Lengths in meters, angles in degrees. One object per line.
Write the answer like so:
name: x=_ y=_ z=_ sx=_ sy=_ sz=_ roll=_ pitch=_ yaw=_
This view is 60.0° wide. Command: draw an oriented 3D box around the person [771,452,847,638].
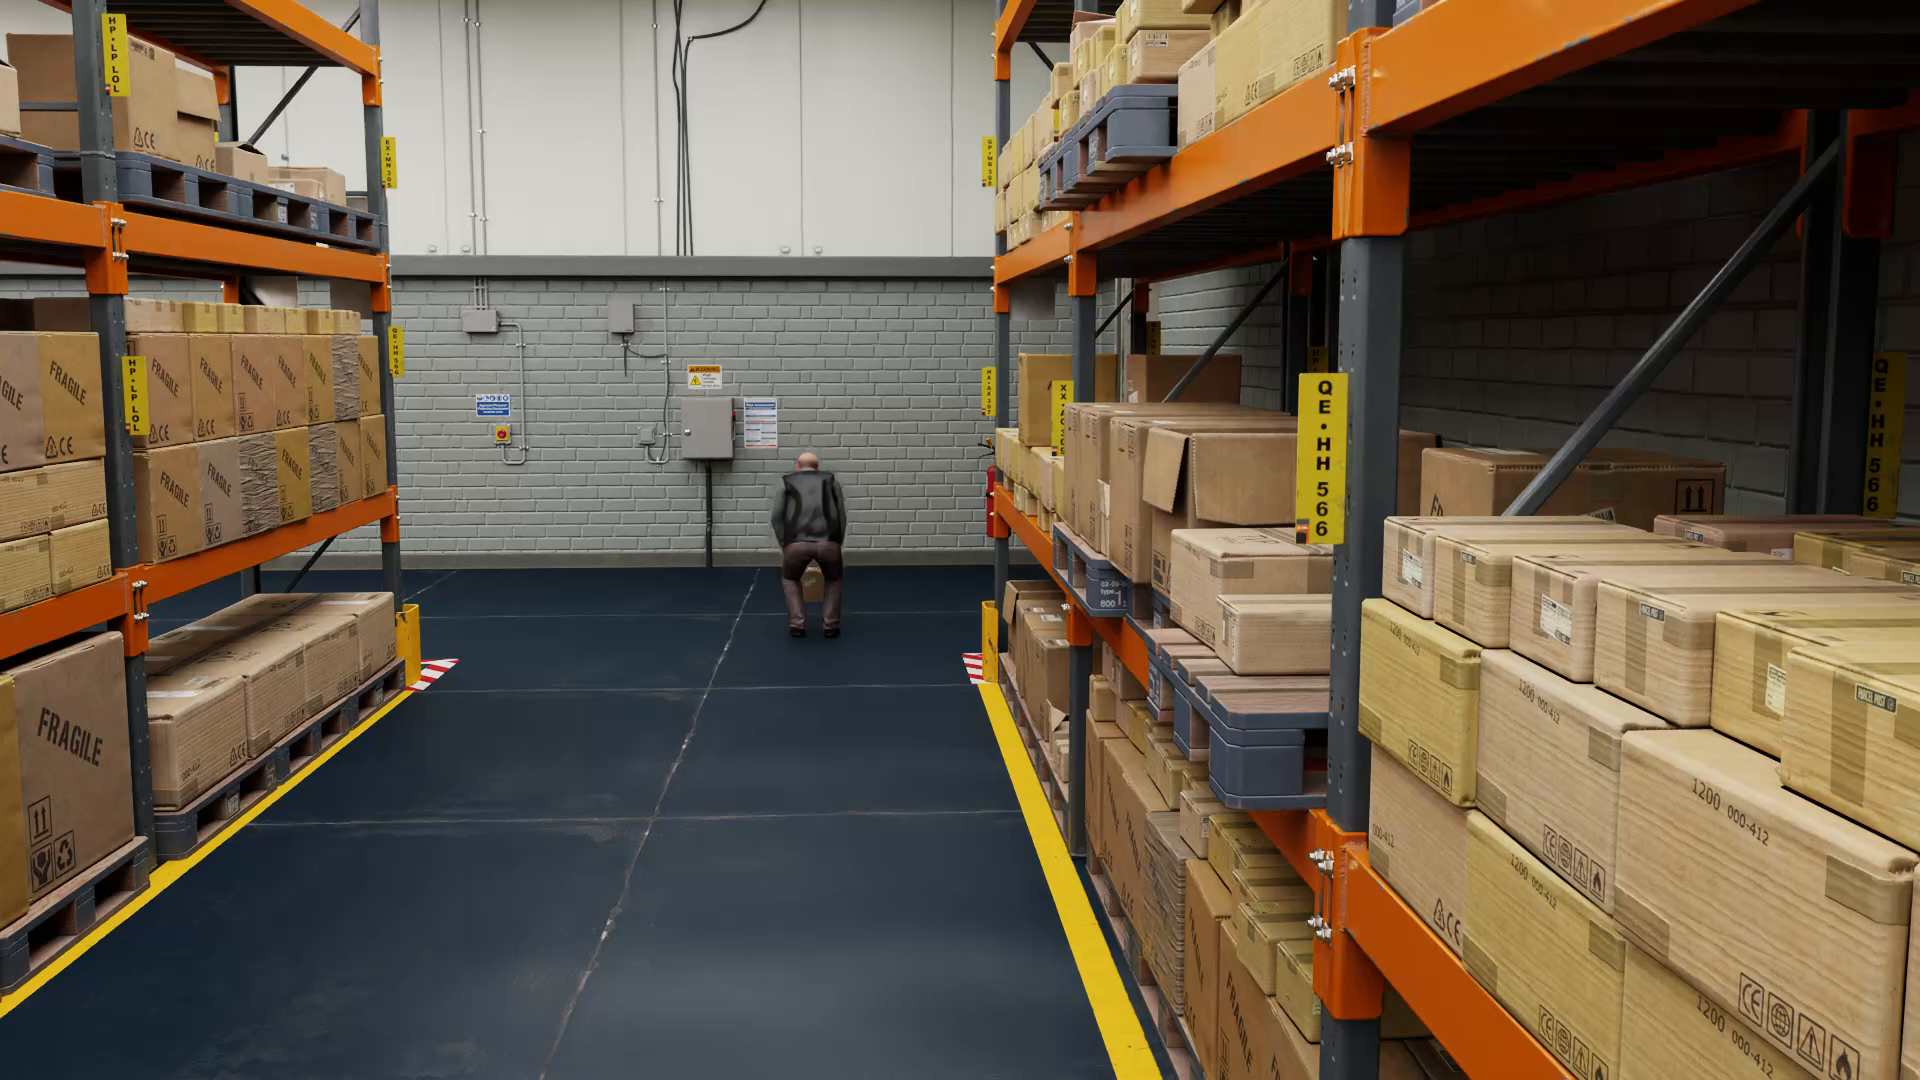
person: x=-1.171 y=0.040 z=12.877 sx=0.592 sy=1.405 sz=0.706 roll=0 pitch=7 yaw=-4
